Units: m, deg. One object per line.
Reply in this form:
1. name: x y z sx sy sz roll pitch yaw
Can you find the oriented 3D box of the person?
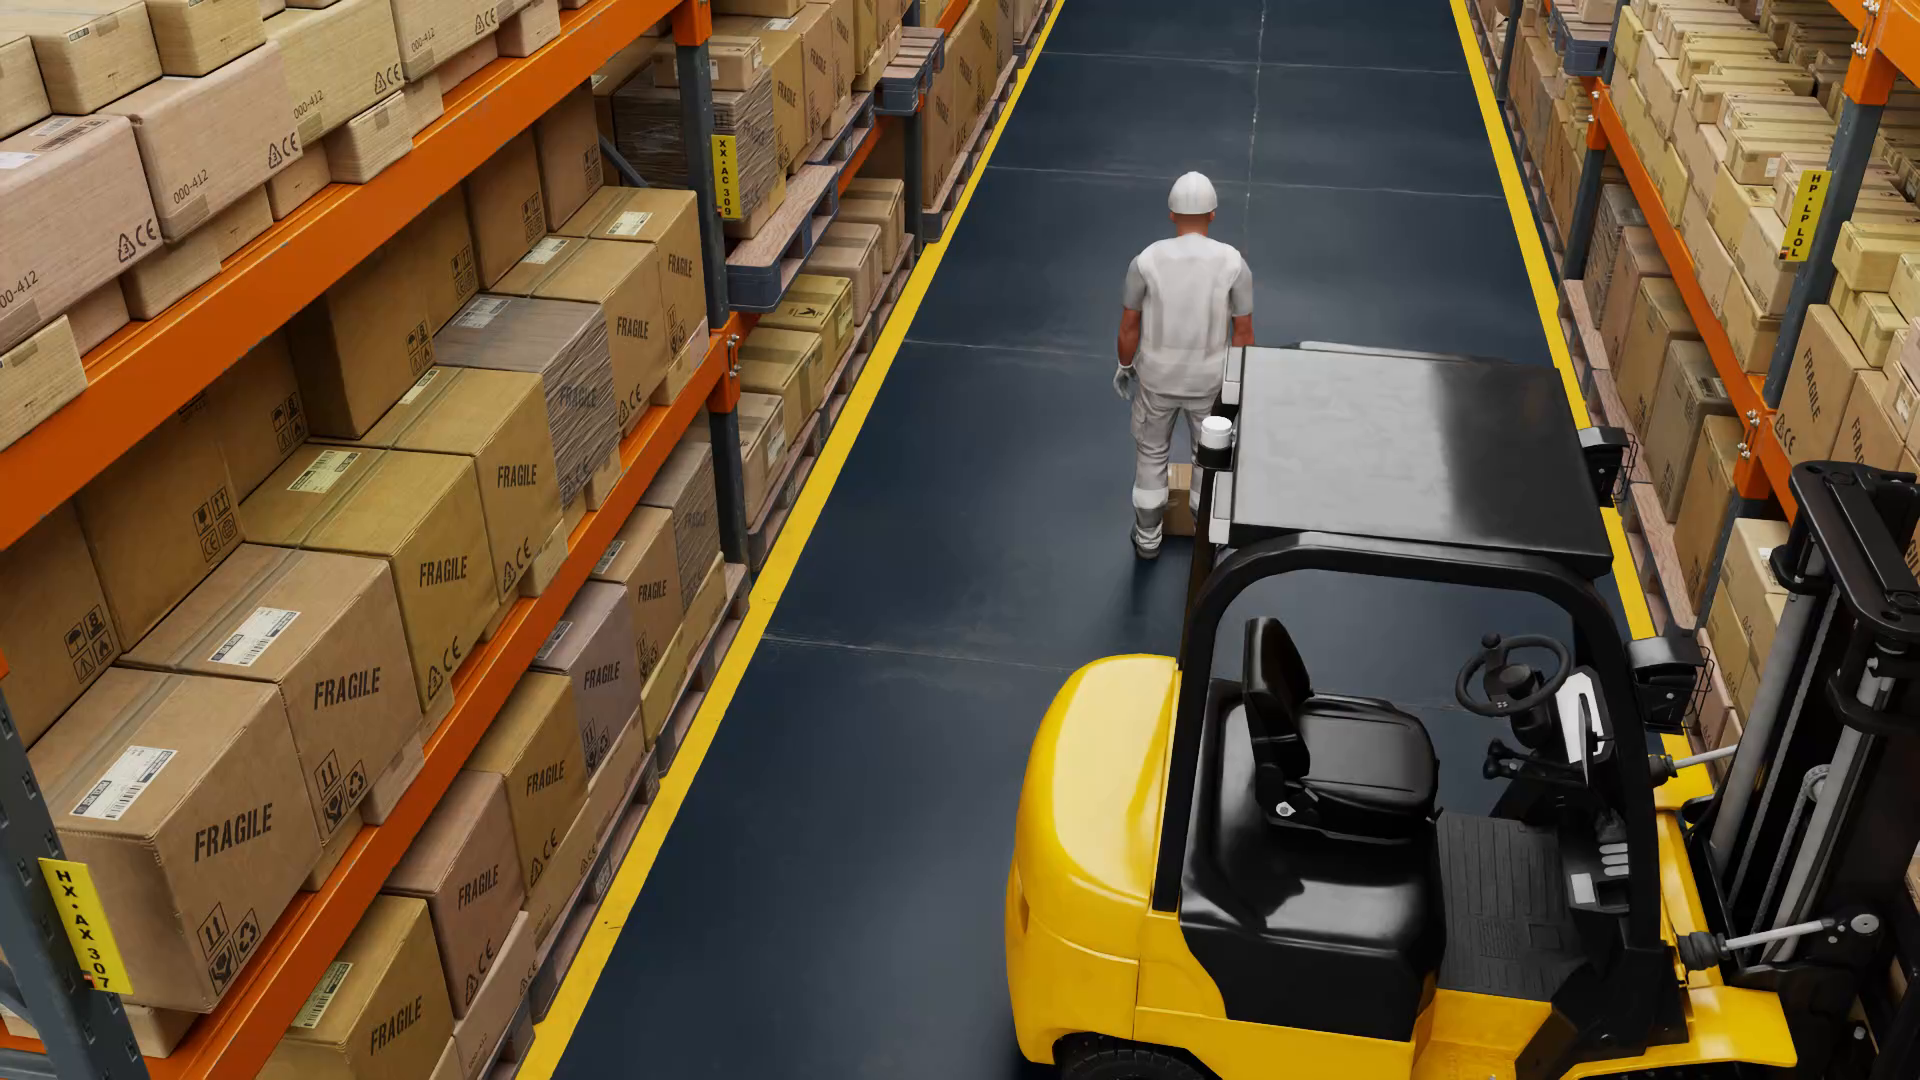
1. person: 0.980 -0.723 7.275 0.609 1.779 0.454 5 32 8
